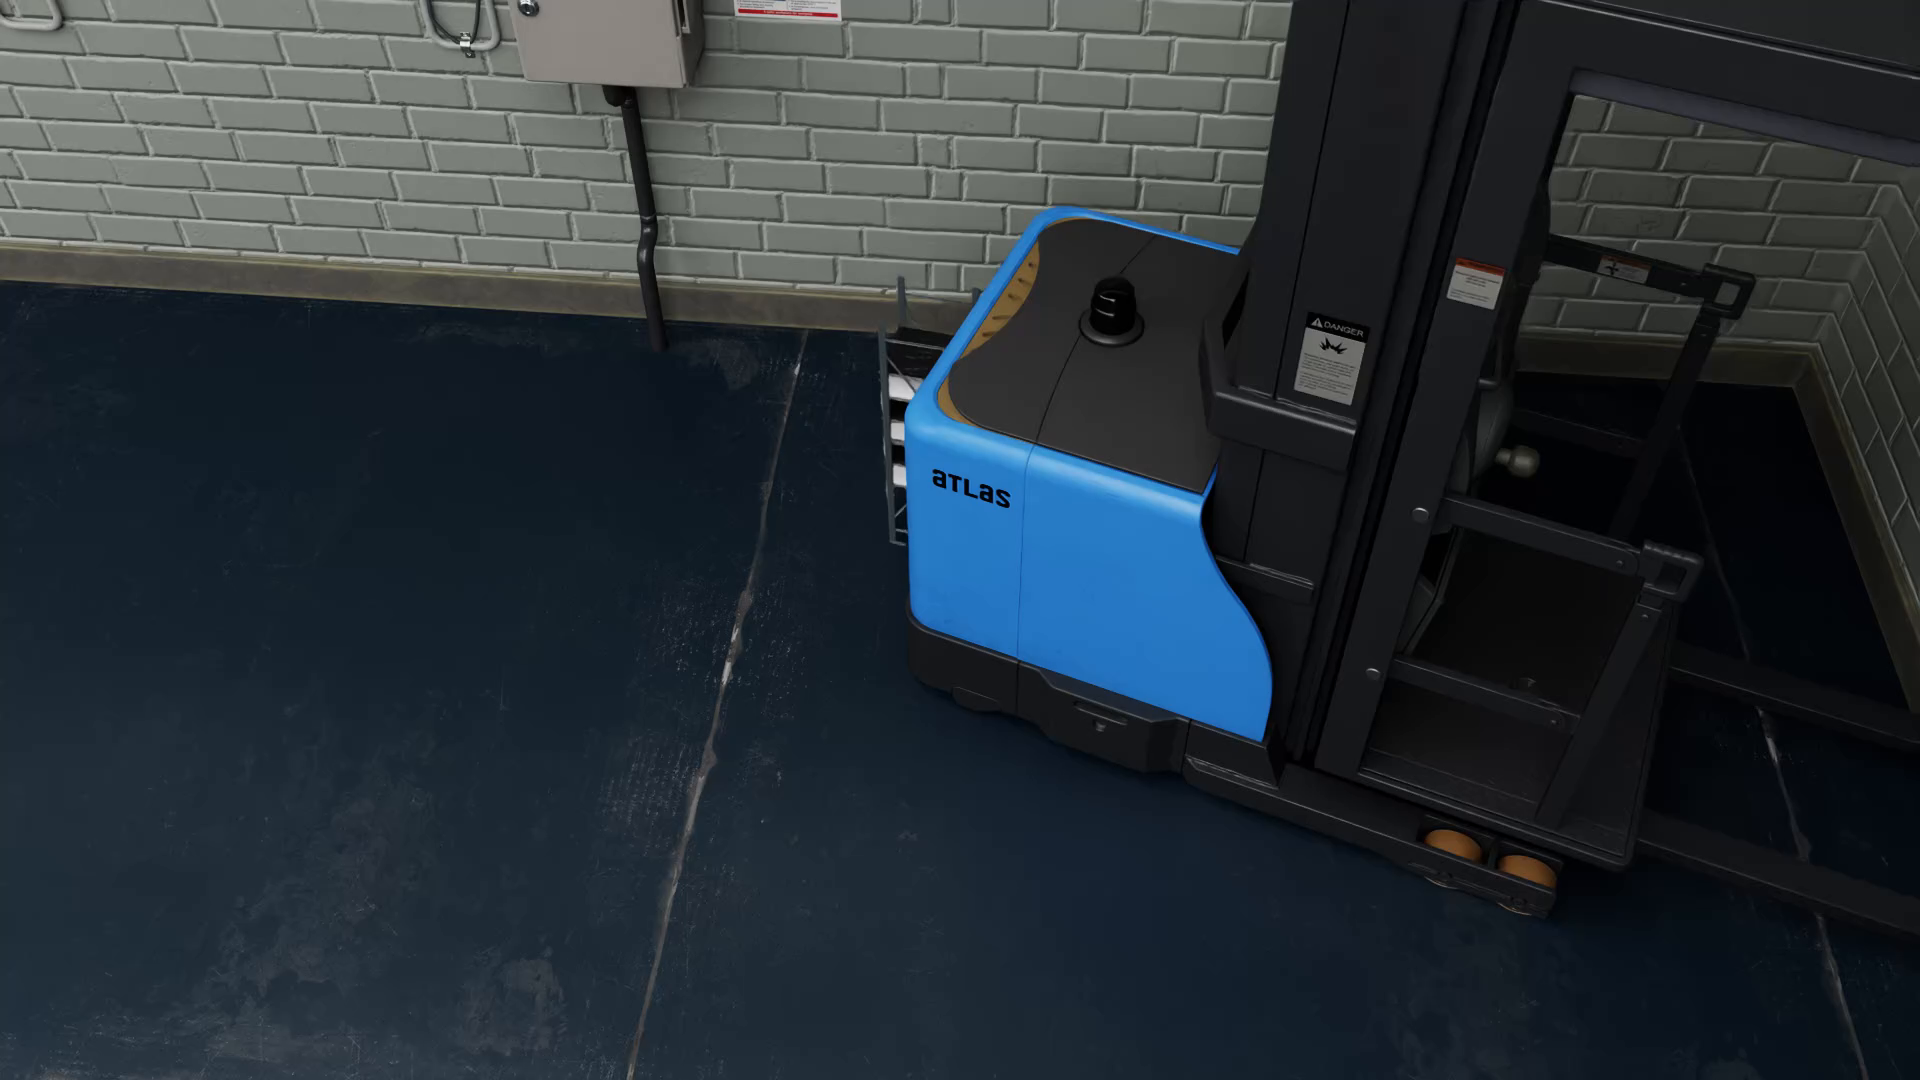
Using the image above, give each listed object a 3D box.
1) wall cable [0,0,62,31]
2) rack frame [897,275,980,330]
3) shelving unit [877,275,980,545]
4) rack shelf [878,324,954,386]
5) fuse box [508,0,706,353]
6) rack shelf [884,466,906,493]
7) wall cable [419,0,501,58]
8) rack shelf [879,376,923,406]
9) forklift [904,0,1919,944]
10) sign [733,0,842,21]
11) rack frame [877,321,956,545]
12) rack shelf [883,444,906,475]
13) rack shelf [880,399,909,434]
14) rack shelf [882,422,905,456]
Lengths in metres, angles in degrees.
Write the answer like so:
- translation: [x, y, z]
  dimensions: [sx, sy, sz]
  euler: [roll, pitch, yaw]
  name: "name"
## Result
- translation: [-3.113, -2.272, 4.585]
  dimensions: [0.585, 1.953, 0.123]
  euler: [4, 48, 4]
  name: "wall cable"
- translation: [-0.058, -0.423, 5.026]
  dimensions: [0.240, 0.900, 0.006]
  euler: [10, 48, 10]
  name: "rack frame"
- translation: [-0.083, -0.351, 4.959]
  dimensions: [0.258, 0.900, 0.210]
  euler: [10, 48, 10]
  name: "shelving unit"
- translation: [-0.084, -0.511, 4.785]
  dimensions: [0.258, 0.077, 0.200]
  euler: [10, 48, 10]
  name: "rack shelf"
- translation: [-1.035, -1.235, 5.220]
  dimensions: [0.539, 1.711, 0.414]
  euler: [4, 48, 4]
  name: "fuse box"
- translation: [-0.081, -0.206, 5.117]
  dimensions: [0.258, 0.077, 0.200]
  euler: [10, 48, 10]
  name: "rack shelf"
- translation: [-1.700, -2.174, 4.517]
  dimensions: [0.588, 1.984, 0.122]
  euler: [4, 48, 4]
  name: "wall cable"
- translation: [-0.084, -0.450, 4.851]
  dimensions: [0.258, 0.077, 0.200]
  euler: [10, 48, 10]
  name: "rack shelf"
- translation: [1.410, -0.460, 3.685]
  dimensions: [3.031, 2.935, 1.130]
  euler: [18, 50, 16]
  name: "forklift"
- translation: [-0.524, -1.757, 4.888]
  dimensions: [0.329, 0.494, 0.001]
  euler: [4, 48, 4]
  name: "sign"
- translation: [-0.107, -0.278, 4.893]
  dimensions: [0.240, 0.900, 0.006]
  euler: [10, 48, 10]
  name: "rack frame"
- translation: [-0.082, -0.267, 5.050]
  dimensions: [0.258, 0.077, 0.200]
  euler: [10, 48, 10]
  name: "rack shelf"
- translation: [-0.083, -0.389, 4.918]
  dimensions: [0.258, 0.077, 0.200]
  euler: [10, 48, 10]
  name: "rack shelf"
- translation: [-0.082, -0.328, 4.984]
  dimensions: [0.258, 0.077, 0.200]
  euler: [10, 48, 10]
  name: "rack shelf"
